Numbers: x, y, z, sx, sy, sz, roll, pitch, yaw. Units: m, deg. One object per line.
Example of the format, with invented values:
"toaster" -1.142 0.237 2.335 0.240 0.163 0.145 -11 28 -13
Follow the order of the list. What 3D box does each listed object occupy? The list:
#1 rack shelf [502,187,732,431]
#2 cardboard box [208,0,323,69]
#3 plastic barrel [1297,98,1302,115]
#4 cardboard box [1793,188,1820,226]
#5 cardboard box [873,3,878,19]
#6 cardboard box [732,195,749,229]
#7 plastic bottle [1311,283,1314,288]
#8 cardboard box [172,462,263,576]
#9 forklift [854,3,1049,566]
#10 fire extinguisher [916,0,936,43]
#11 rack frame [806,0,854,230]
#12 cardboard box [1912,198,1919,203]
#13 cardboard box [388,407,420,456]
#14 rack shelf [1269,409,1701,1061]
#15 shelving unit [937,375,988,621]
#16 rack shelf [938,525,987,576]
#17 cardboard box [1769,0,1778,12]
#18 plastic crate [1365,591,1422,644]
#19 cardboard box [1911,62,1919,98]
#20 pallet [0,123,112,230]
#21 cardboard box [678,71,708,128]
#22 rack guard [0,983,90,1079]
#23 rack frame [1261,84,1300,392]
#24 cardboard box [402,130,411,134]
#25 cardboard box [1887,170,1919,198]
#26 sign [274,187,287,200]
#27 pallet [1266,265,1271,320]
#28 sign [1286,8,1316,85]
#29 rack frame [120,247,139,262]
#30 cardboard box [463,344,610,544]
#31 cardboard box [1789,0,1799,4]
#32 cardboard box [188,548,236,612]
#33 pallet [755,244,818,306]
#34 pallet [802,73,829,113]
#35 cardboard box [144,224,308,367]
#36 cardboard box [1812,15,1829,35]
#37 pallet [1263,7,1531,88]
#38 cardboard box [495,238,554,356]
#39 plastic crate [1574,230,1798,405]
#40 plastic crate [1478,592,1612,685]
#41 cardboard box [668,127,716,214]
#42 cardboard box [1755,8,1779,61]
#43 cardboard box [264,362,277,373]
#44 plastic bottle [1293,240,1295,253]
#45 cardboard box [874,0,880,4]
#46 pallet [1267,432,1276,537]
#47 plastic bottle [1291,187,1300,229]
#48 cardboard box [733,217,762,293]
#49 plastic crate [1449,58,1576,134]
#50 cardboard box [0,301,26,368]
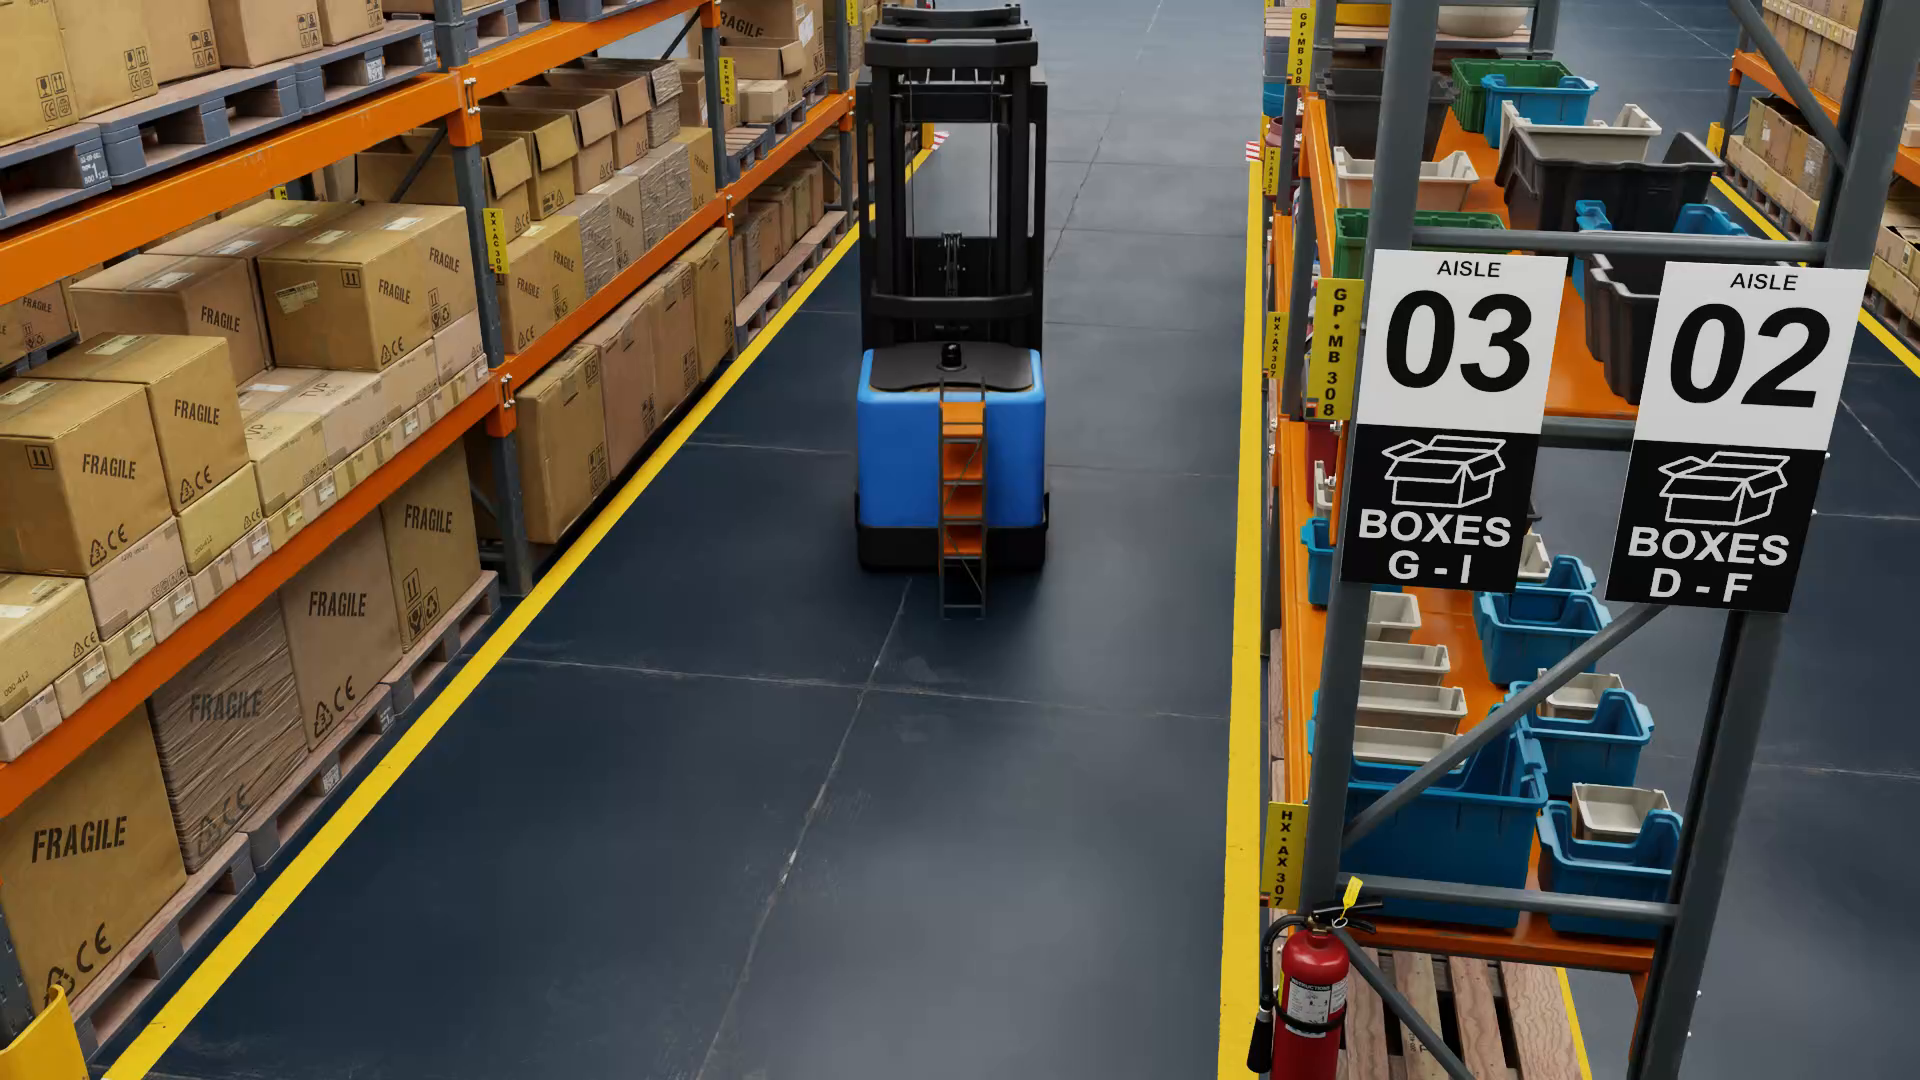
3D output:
"rack shelf" -2.528 -1.606 10.492 1.077 0.370 4.000 4 25 9
"cardboard box" -3.016 -2.179 6.597 0.700 0.500 0.500 5 26 11
"plastic barrel" 2.712 -3.097 12.697 0.421 0.512 0.421 0 25 0
"cardboard box" 8.177 -3.116 15.617 0.500 0.250 0.500 4 25 9
"cardboard box" -1.314 -5.228 16.913 0.875 0.500 0.500 4 25 9
"cardboard box" -2.044 -2.680 13.483 0.500 0.250 0.500 7 26 14
"plastic bottle" 1.919 -1.247 9.023 0.152 0.276 0.135 4 25 9
"cardboard box" -3.000 -0.099 6.250 0.500 0.250 0.500 3 25 7
"forklift" -0.048 -1.757 10.047 1.130 2.935 3.031 0 25 0
"fire extinguisher" -0.420 -6.095 19.325 0.296 0.674 0.183 4 25 9
"rack frame" -1.547 -4.442 15.701 1.000 3.000 0.127 4 25 9
"cardboard box" 8.442 -2.763 14.202 0.500 0.311 0.500 4 25 9
"cardboard box" -2.707 -0.509 7.596 0.380 0.149 0.250 4 25 9
"rack shelf" 1.705 0.410 6.185 1.077 0.370 4.000 4 25 9
"shelving unit" 0.013 -0.221 8.807 0.258 1.200 0.503 0 25 0
"rack shelf" 0.013 0.020 8.920 0.258 0.148 0.480 0 25 0
"cardboard box" 8.562 -5.506 17.091 0.380 0.149 0.250 3 25 7
"plastic crate" 1.446 0.296 5.821 0.298 0.136 0.250 4 25 9
"cardboard box" 8.292 -3.985 14.607 0.700 0.500 0.500 3 25 7
"pallet" -3.398 -1.052 5.026 1.003 0.211 1.213 4 25 9
"cardboard box" -2.152 -3.233 12.505 0.500 0.500 0.500 1 25 2
"rack guard" -3.512 1.719 5.487 1.175 0.500 0.348 4 25 9
"rack frame" 2.685 -2.425 11.393 1.000 3.000 0.127 4 25 9
"cardboard box" -6.252 -4.314 17.438 0.875 0.875 0.875 4 25 9
"cardboard box" 8.610 -3.210 14.934 0.500 0.500 0.500 4 25 9
"sign" -3.392 -1.618 8.396 0.100 0.325 0.005 4 25 9
"pallet" 3.052 -1.993 13.758 1.003 0.211 1.213 4 25 9
"sign" 1.489 -2.154 7.265 0.100 0.325 0.005 4 25 9
"rack frame" -7.078 -3.155 12.951 1.000 3.000 0.127 4 25 9
"cardboard box" -2.770 -0.593 9.489 1.225 0.875 0.875 4 25 9
"cardboard box" 8.701 -5.623 16.576 0.700 0.500 0.500 3 25 7
"cardboard box" -2.959 0.136 6.219 0.380 0.149 0.250 4 25 7
"pallet" -1.870 -2.341 14.503 1.003 0.211 1.213 4 25 9
"pallet" -1.816 -4.045 15.080 1.003 0.211 1.213 4 25 9
"cardboard box" -3.273 -1.114 7.533 0.500 0.500 0.500 4 25 9
"cardboard box" 8.308 -4.864 15.719 0.380 0.149 0.250 5 26 10
"pallet" 2.063 -2.360 7.938 1.213 0.211 1.003 4 25 9
"cardboard box" -2.533 -1.316 8.905 0.500 0.500 0.500 4 25 9
"plastic crate" 1.716 -0.521 3.940 0.497 0.269 0.590 4 25 9
"plastic crate" 1.958 0.338 5.616 0.416 0.233 0.300 4 25 9
"cardboard box" -2.037 -2.590 11.628 0.500 0.500 0.500 5 26 10
"cardboard box" 8.790 -5.278 17.369 0.700 0.500 0.500 4 25 9
"cardboard box" -3.276 -0.776 7.697 0.500 0.250 0.500 4 25 8
"plastic bottle" 2.152 -1.881 10.465 0.097 0.201 0.097 0 25 0
"cardboard box" -1.060 -5.663 16.663 0.500 0.500 0.500 4 25 9
"pallet" 2.396 -0.321 10.187 1.003 0.211 1.213 4 25 9
"plastic bottle" 2.296 -2.211 11.081 0.152 0.276 0.135 4 25 9
"cardboard box" -2.033 -2.350 13.662 0.700 0.500 0.500 2 25 4
"plastic crate" 2.261 -1.817 6.805 0.450 0.188 0.662 4 25 9
"cardboard box" -7.086 -1.480 11.827 0.500 0.500 0.500 3 25 6
